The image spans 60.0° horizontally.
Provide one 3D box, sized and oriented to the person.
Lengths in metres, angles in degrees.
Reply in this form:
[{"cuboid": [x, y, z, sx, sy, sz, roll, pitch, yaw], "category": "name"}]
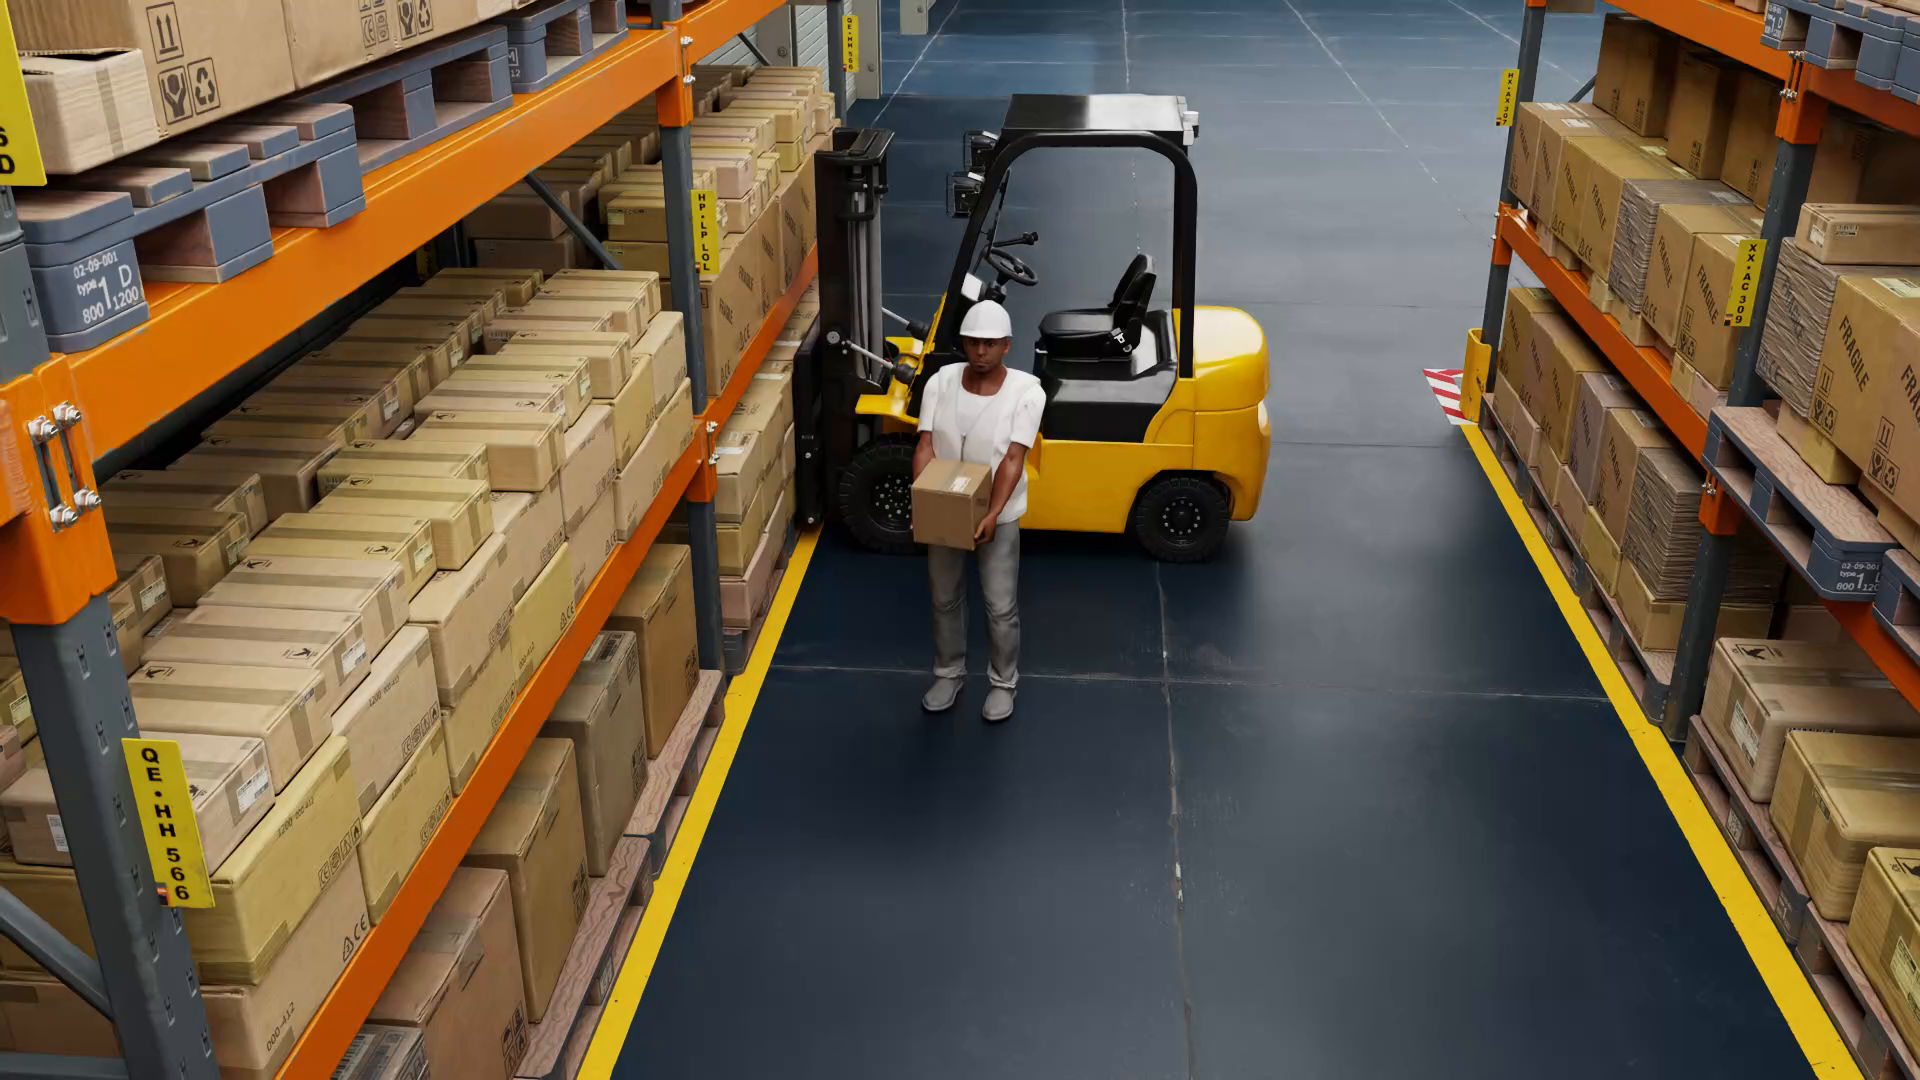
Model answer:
[{"cuboid": [0.046, -0.073, 6.745, 0.504, 1.759, 0.584, 8, 26, 17], "category": "person"}]
